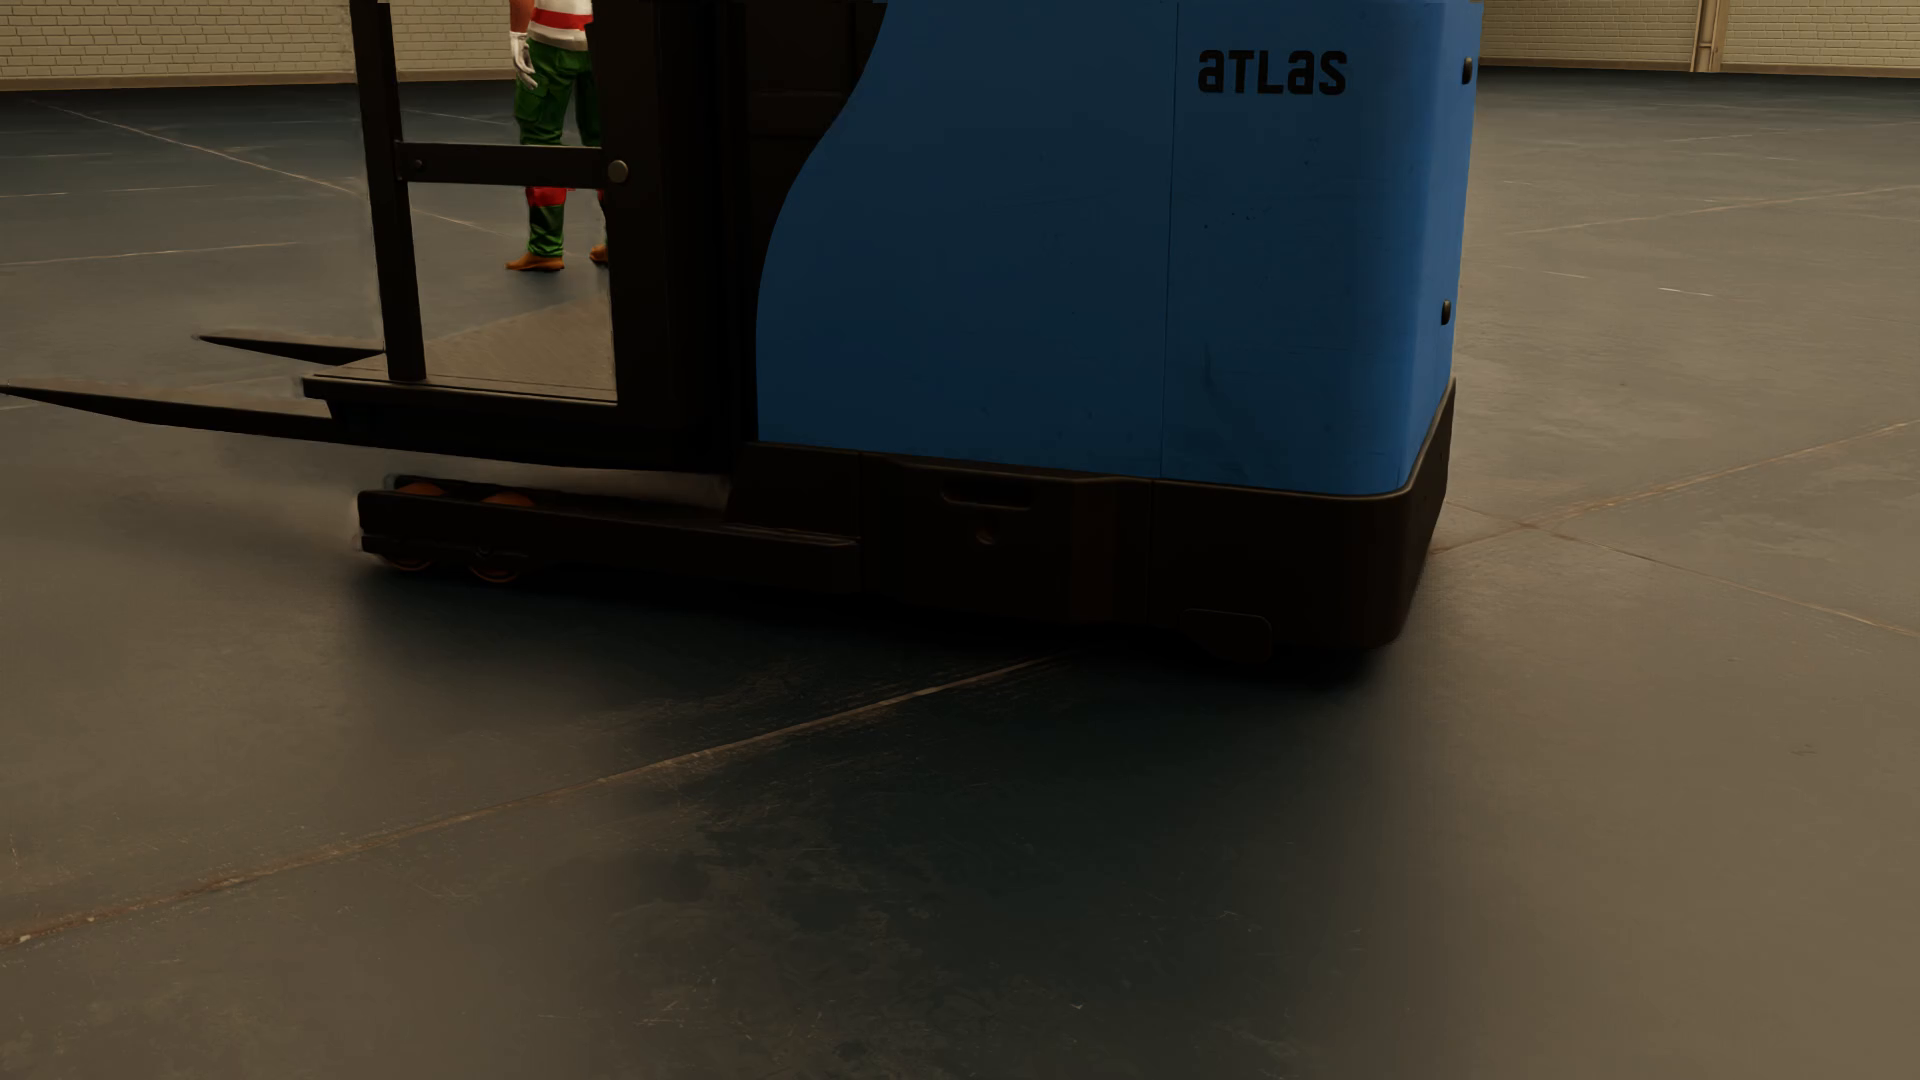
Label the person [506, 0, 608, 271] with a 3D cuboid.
[{"bbox_3d":[-1.548,-1.957,6.568,0.631,1.811,0.501,-16,24,-42],"label":"person"}]

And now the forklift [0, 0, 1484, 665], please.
[{"bbox_3d":[-0.588,-1.459,3.056,3.031,2.935,1.130,6,19,19],"label":"forklift"}]
